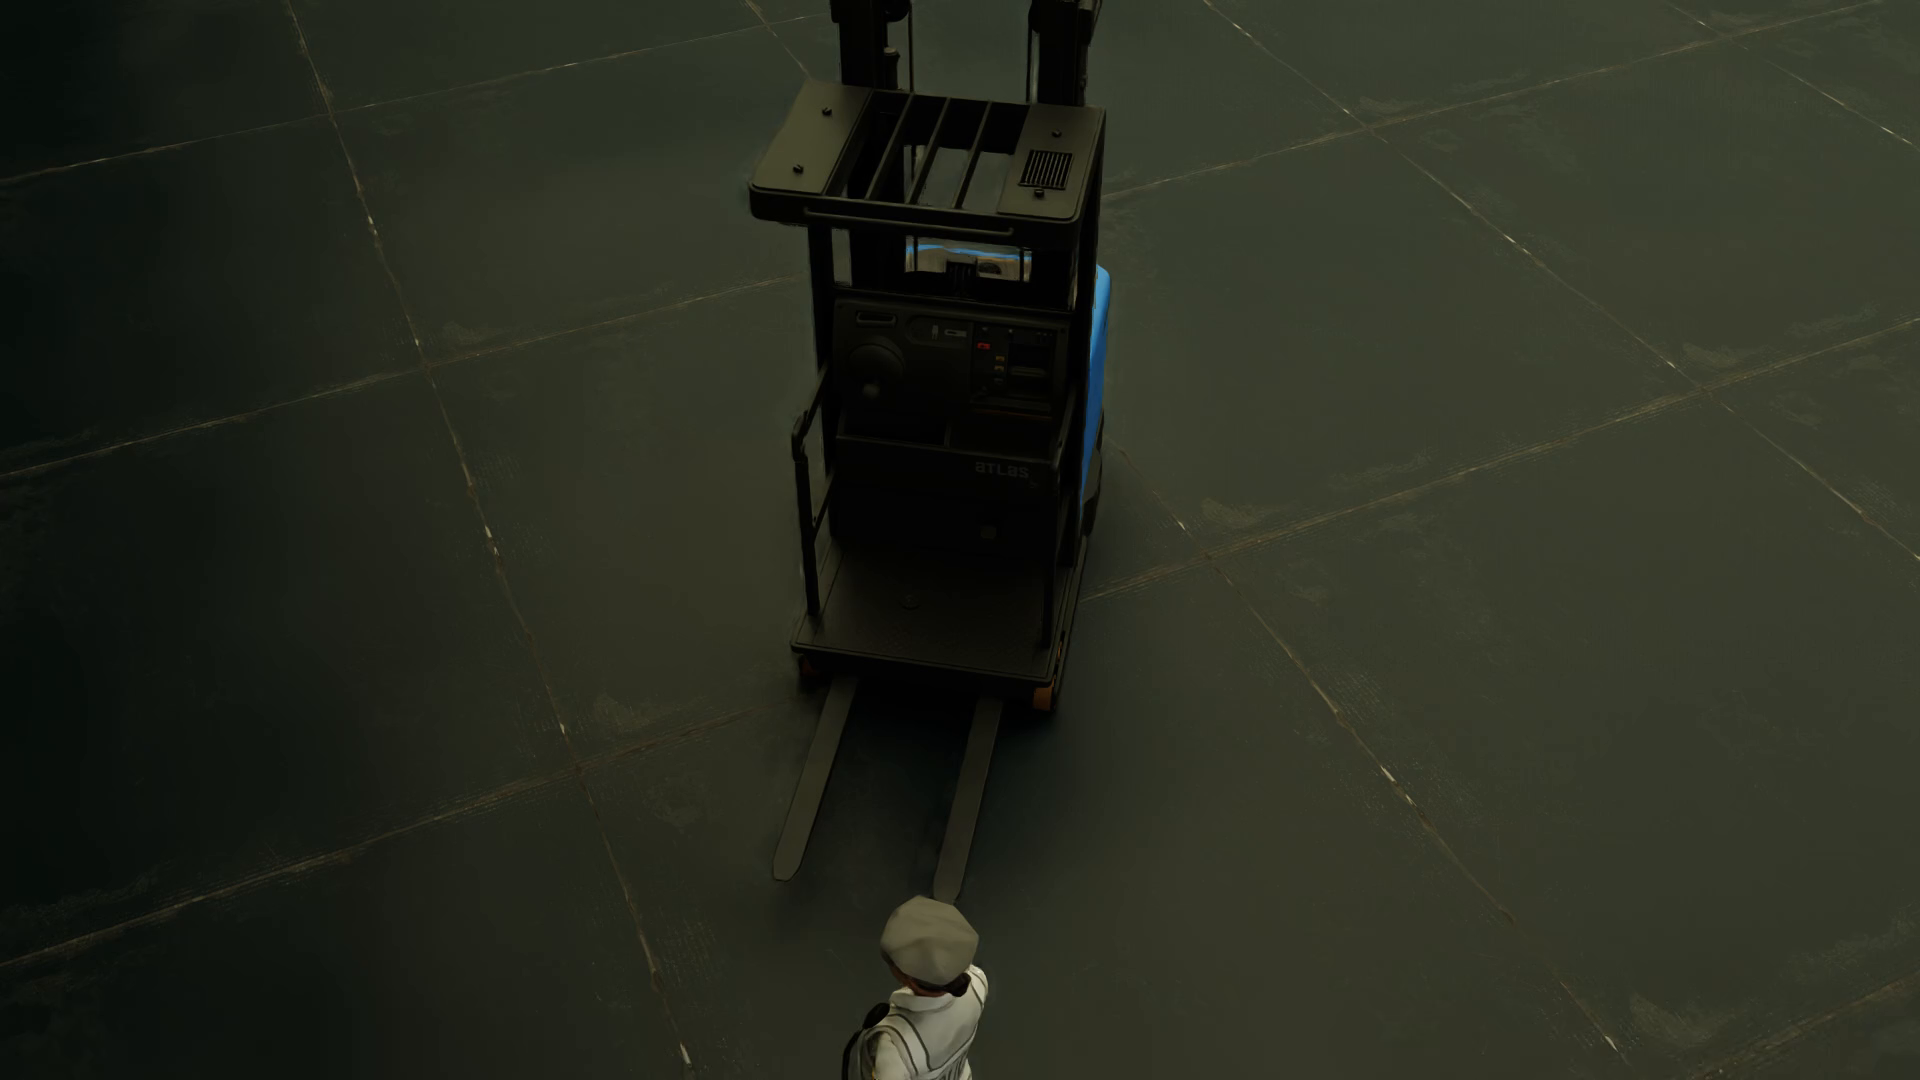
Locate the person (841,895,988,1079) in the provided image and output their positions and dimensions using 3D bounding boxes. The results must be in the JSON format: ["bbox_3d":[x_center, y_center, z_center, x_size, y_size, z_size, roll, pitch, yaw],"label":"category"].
[{"bbox_3d":[-0.174,1.585,4.958,0.480,1.588,0.708,27,49,26],"label":"person"}]

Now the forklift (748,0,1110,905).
[{"bbox_3d":[-0.080,-0.624,6.349,1.130,2.935,3.031,7,44,8],"label":"forklift"}]
